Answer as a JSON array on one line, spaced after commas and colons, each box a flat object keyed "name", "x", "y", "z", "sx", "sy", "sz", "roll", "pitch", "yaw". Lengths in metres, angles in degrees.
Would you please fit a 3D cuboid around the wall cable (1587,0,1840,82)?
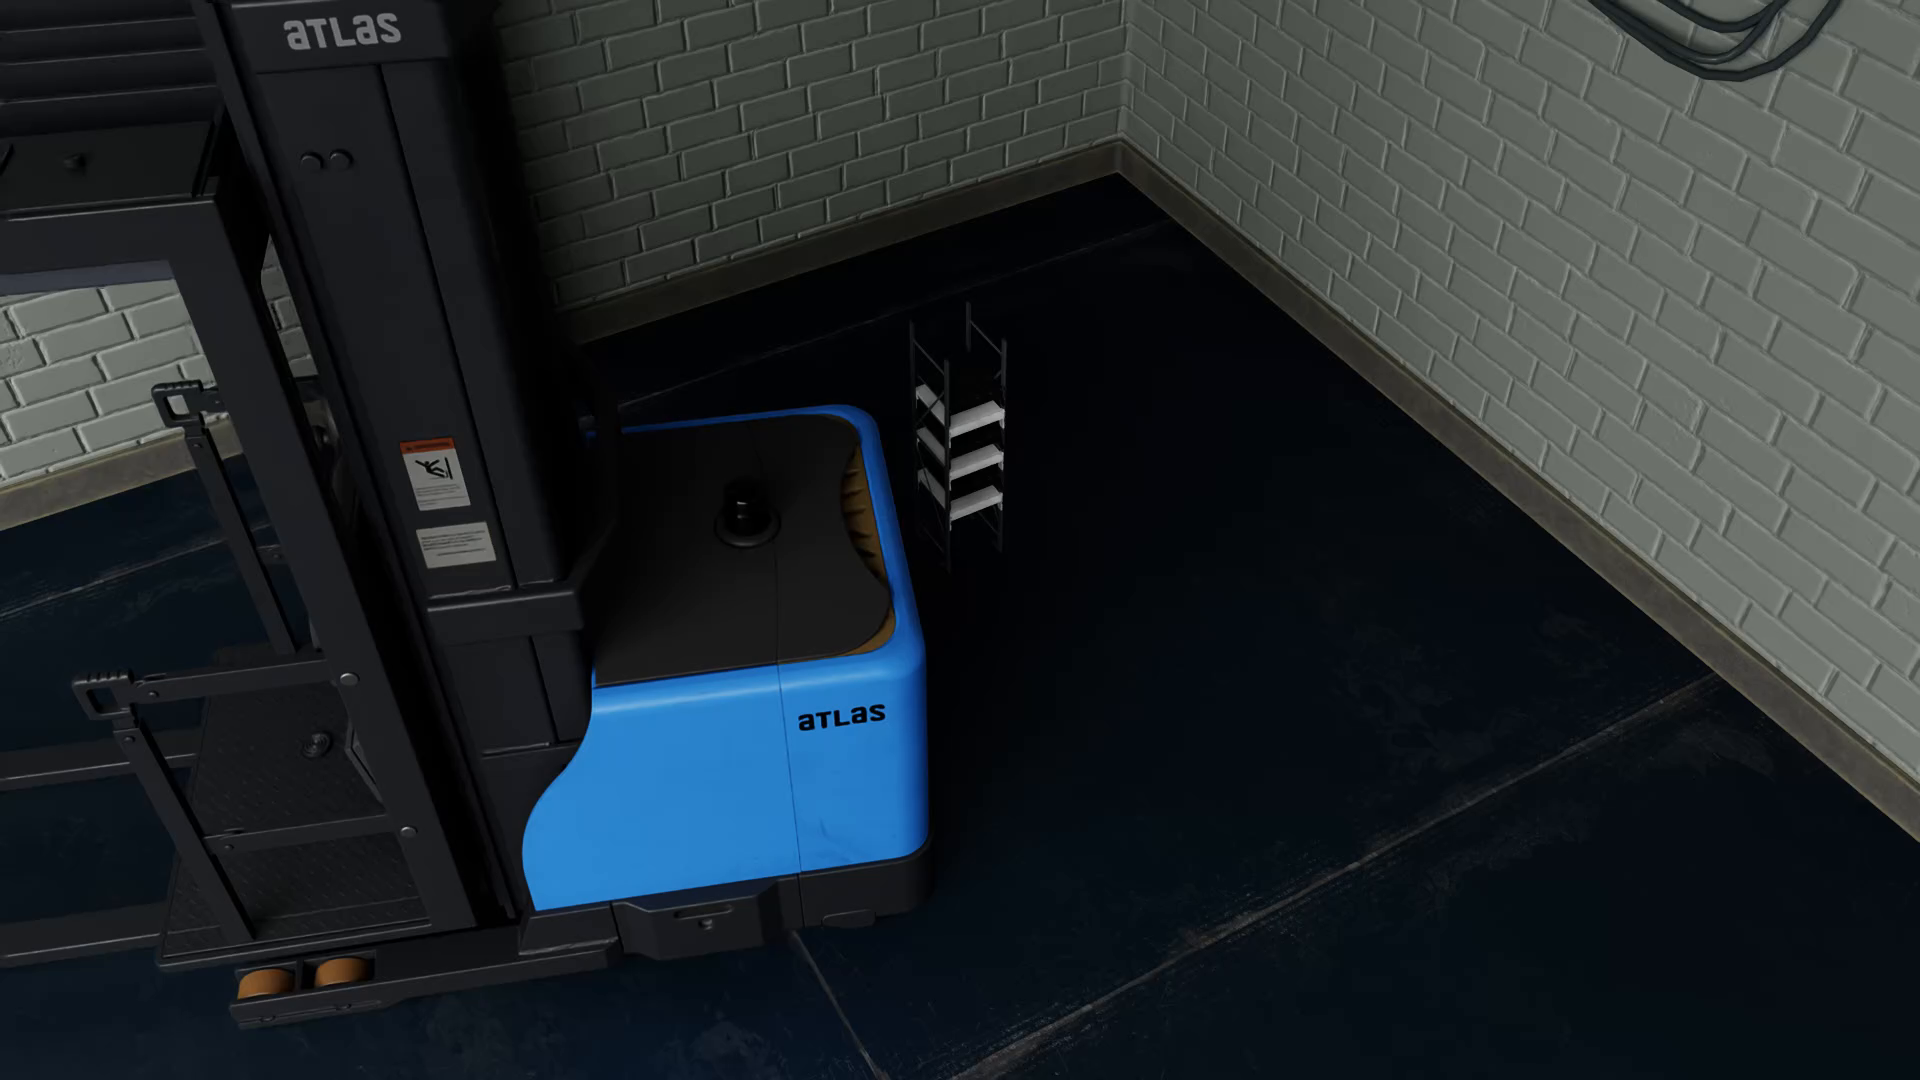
[{"name": "wall cable", "x": 1.402, "y": -2.886, "z": 4.492, "sx": 0.112, "sy": 2.526, "sz": 3.097, "roll": -22, "pitch": 48, "yaw": -21}]

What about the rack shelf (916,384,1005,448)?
[{"name": "rack shelf", "x": -0.007, "y": -0.425, "z": 5.332, "sx": 0.200, "sy": 0.077, "sz": 0.258, "roll": -22, "pitch": 48, "yaw": -21}]

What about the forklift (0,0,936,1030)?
[{"name": "forklift", "x": -1.635, "y": -0.162, "z": 3.812, "sx": 3.031, "sy": 2.935, "sz": 1.130, "roll": -7, "pitch": 45, "yaw": -7}]

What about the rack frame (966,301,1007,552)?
[{"name": "rack frame", "x": 0.081, "y": -0.355, "z": 5.470, "sx": 0.006, "sy": 0.900, "sz": 0.240, "roll": -22, "pitch": 48, "yaw": -21}]

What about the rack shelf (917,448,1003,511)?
[{"name": "rack shelf", "x": -0.007, "y": -0.232, "z": 5.520, "sx": 0.200, "sy": 0.077, "sz": 0.258, "roll": -22, "pitch": 48, "yaw": -21}]

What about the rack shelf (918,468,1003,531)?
[{"name": "rack shelf", "x": -0.007, "y": -0.167, "z": 5.582, "sx": 0.200, "sy": 0.077, "sz": 0.258, "roll": -22, "pitch": 48, "yaw": -21}]

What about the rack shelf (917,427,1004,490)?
[{"name": "rack shelf", "x": -0.007, "y": -0.296, "z": 5.457, "sx": 0.200, "sy": 0.077, "sz": 0.258, "roll": -22, "pitch": 48, "yaw": -21}]

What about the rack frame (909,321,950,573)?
[{"name": "rack frame", "x": -0.095, "y": -0.285, "z": 5.397, "sx": 0.006, "sy": 0.900, "sz": 0.240, "roll": -22, "pitch": 48, "yaw": -21}]

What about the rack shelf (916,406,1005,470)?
[{"name": "rack shelf", "x": -0.007, "y": -0.361, "z": 5.394, "sx": 0.200, "sy": 0.077, "sz": 0.258, "roll": -22, "pitch": 48, "yaw": -21}]

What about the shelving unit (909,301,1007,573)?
[{"name": "shelving unit", "x": -0.007, "y": -0.320, "z": 5.434, "sx": 0.210, "sy": 0.900, "sz": 0.258, "roll": -22, "pitch": 48, "yaw": -21}]

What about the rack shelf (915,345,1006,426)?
[{"name": "rack shelf", "x": -0.007, "y": -0.490, "z": 5.269, "sx": 0.200, "sy": 0.077, "sz": 0.258, "roll": -22, "pitch": 48, "yaw": -21}]
